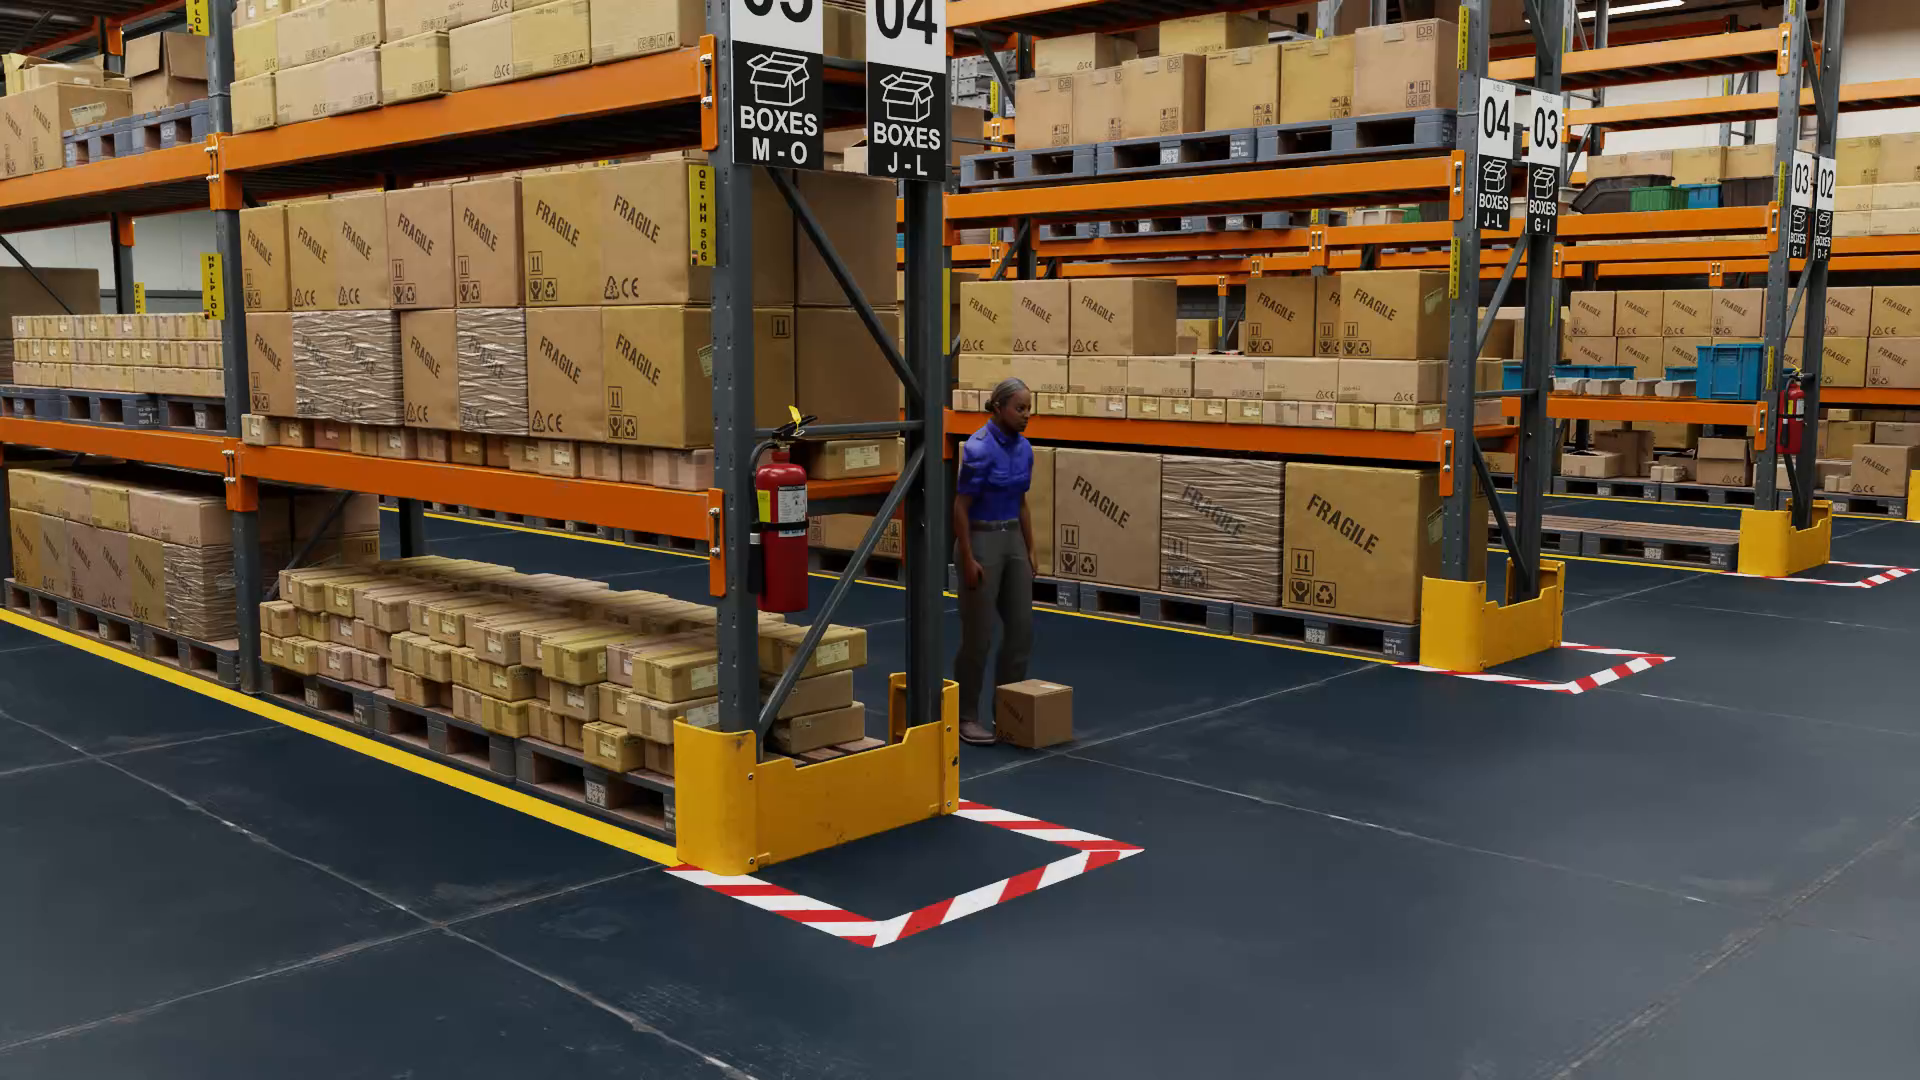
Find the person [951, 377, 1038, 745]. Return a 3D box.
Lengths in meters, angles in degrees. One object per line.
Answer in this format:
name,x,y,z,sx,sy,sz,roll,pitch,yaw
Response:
person,0.176,0.080,7.646,0.392,1.655,0.505,7,10,44
